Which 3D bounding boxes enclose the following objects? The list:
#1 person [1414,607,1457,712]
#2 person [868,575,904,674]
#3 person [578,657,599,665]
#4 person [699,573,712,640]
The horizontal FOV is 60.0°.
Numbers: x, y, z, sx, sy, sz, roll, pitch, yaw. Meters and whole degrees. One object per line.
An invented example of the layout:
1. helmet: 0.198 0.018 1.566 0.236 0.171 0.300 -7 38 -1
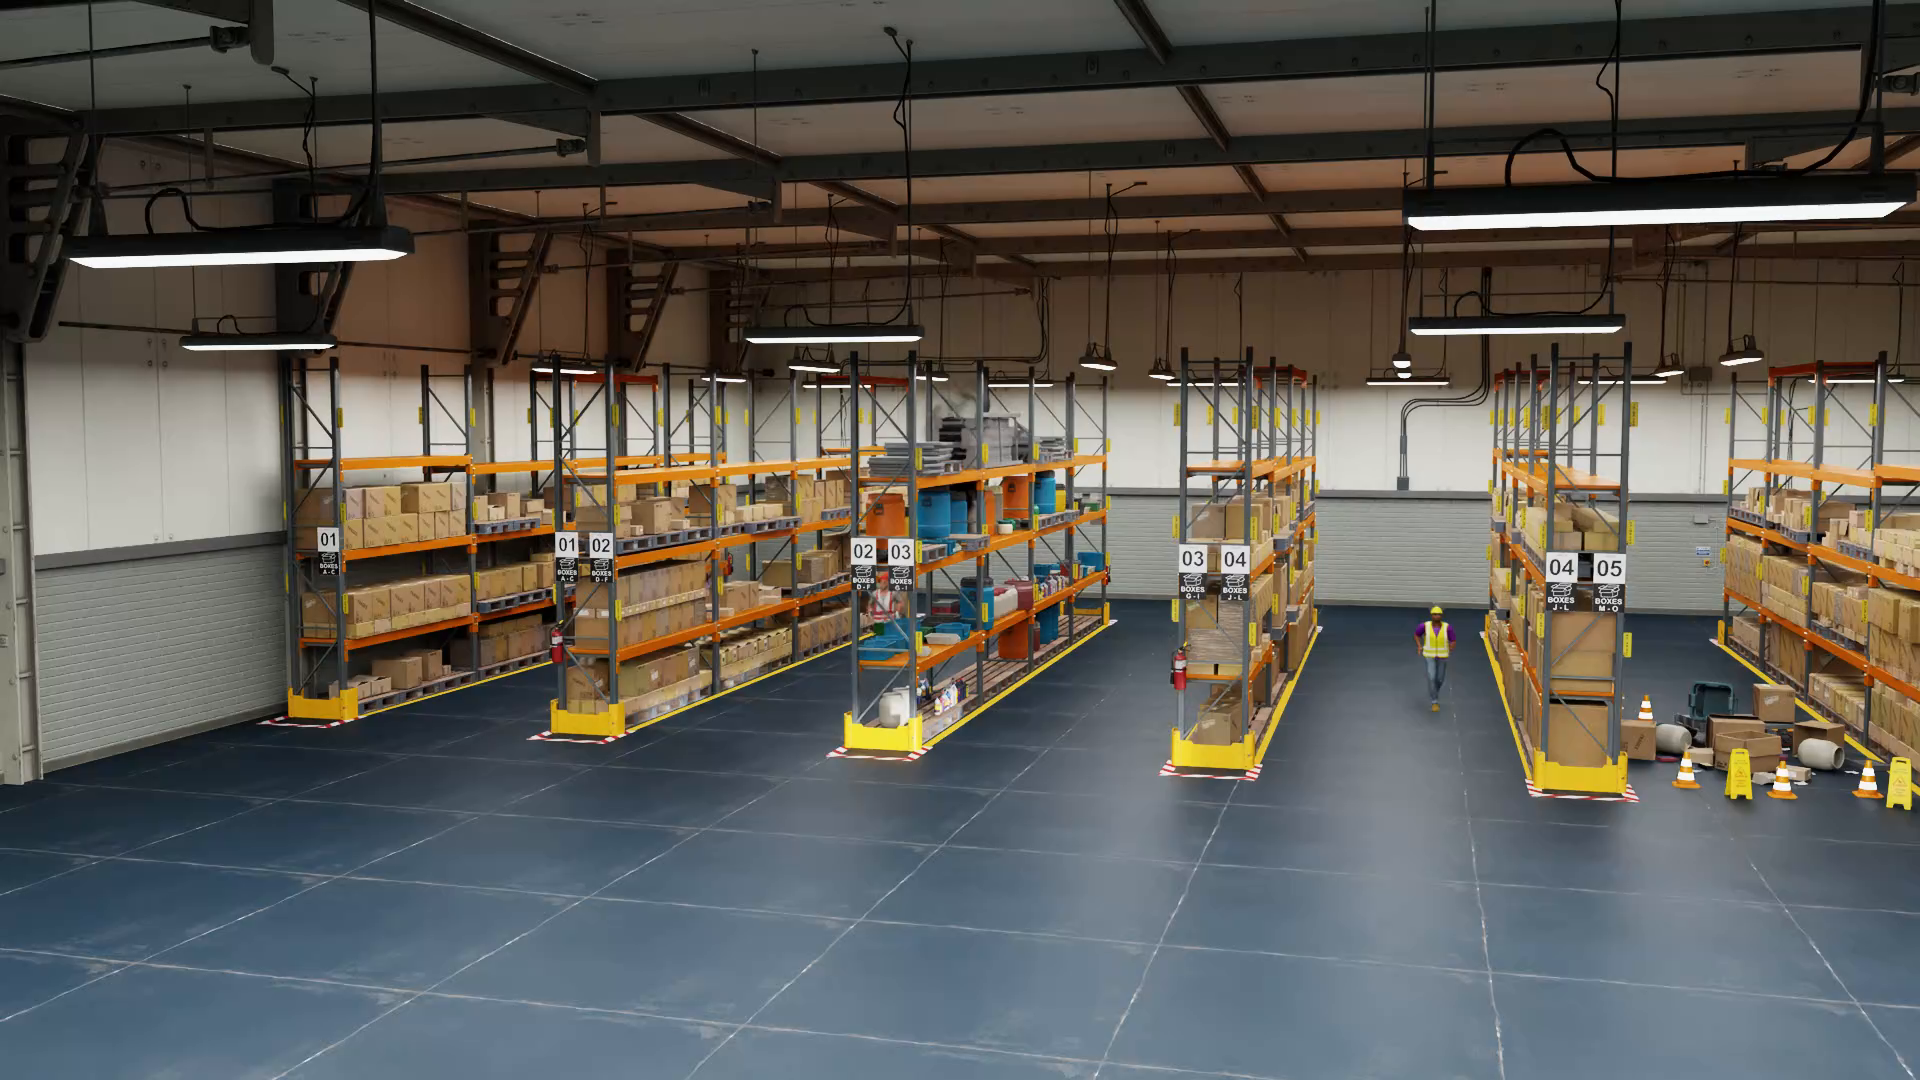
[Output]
1. person: 8.192 2.026 28.654 0.700 1.769 0.935 1 4 9
2. person: -1.412 1.556 31.025 0.656 1.799 0.790 1 4 10
3. person: -6.651 1.955 30.031 0.664 1.684 0.678 1 4 9
4. person: -5.713 1.496 37.130 0.546 1.560 0.733 1 4 7
